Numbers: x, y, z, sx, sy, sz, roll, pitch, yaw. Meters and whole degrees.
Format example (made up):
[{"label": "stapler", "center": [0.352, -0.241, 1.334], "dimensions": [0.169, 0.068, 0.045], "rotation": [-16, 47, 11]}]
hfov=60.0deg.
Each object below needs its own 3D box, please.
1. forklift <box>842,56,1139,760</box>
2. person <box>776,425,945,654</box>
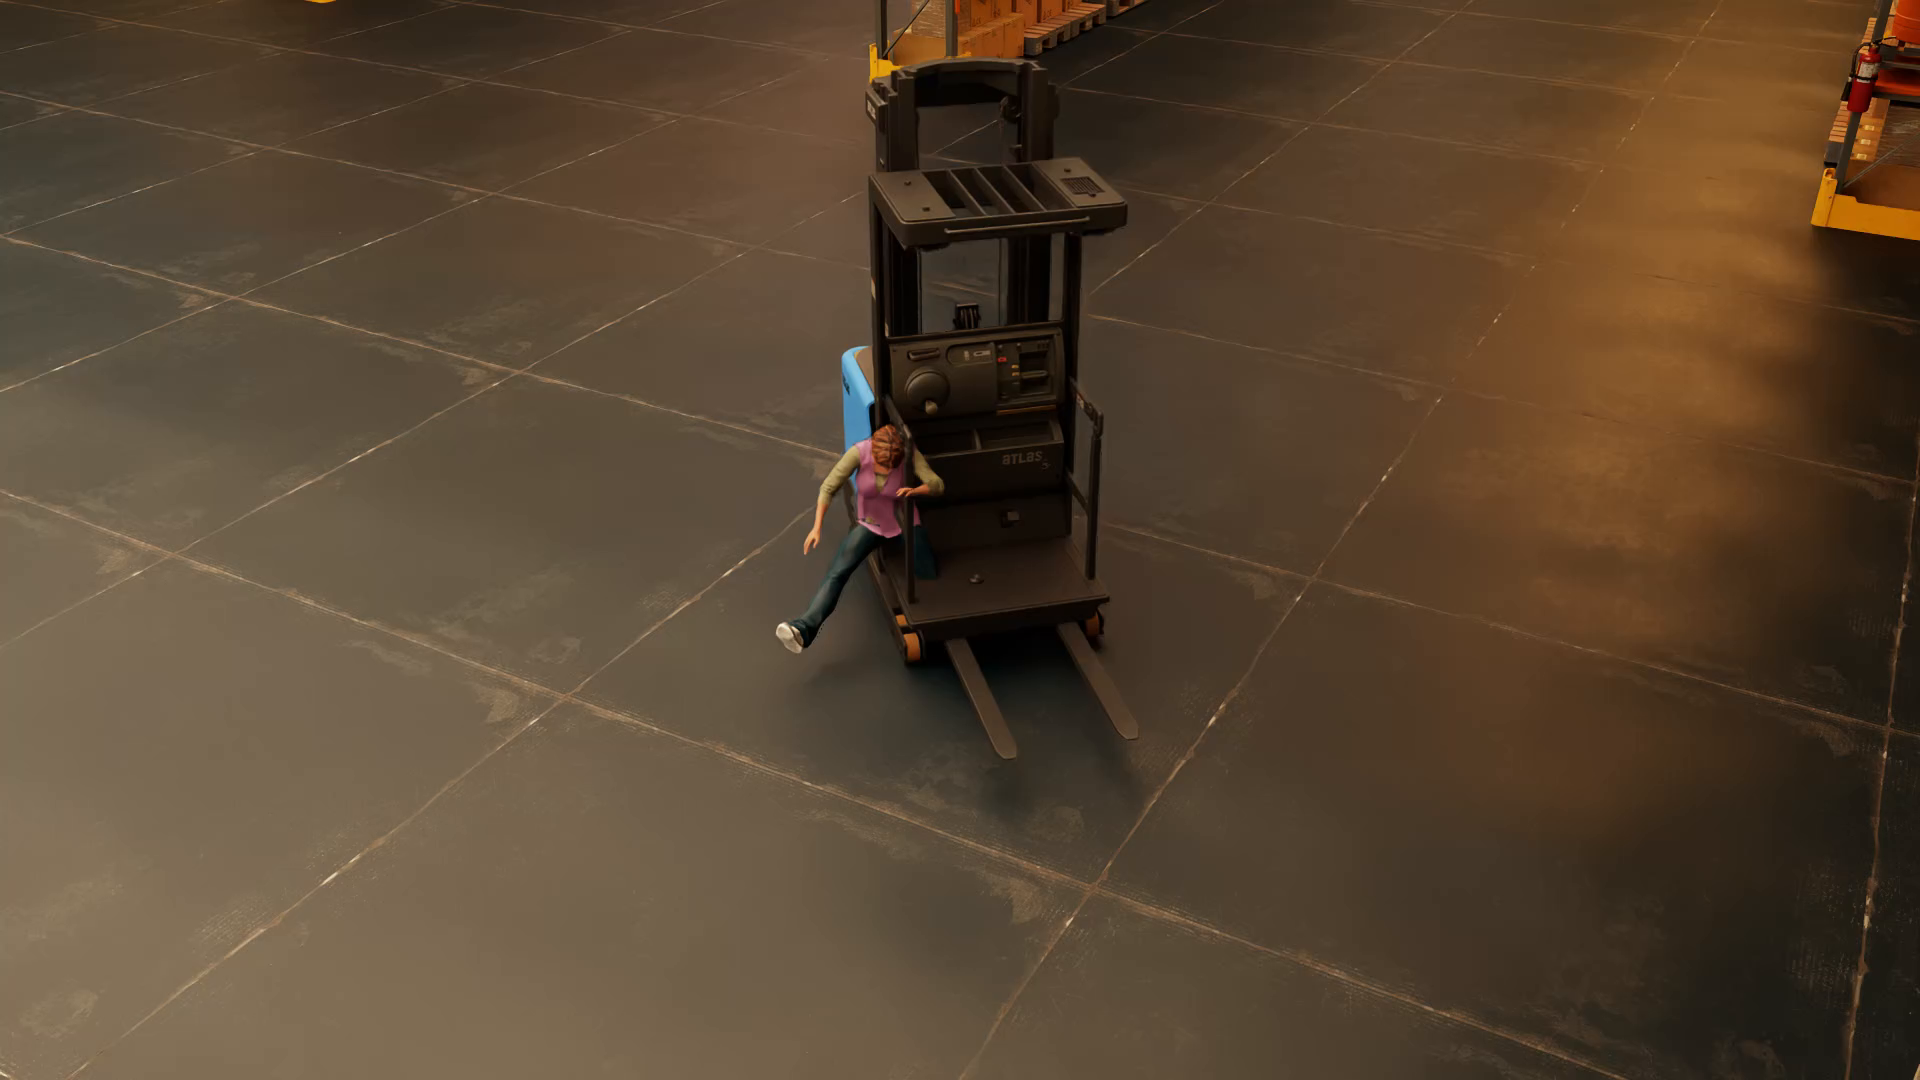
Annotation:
[{"label": "forklift", "center": [0.151, -0.824, 8.498], "dimensions": [1.130, 2.935, 3.031], "rotation": [-7, 31, -13]}, {"label": "person", "center": [-0.401, 0.002, 8.743], "dimensions": [0.911, 1.235, 1.051], "rotation": [6, 31, 11]}]
